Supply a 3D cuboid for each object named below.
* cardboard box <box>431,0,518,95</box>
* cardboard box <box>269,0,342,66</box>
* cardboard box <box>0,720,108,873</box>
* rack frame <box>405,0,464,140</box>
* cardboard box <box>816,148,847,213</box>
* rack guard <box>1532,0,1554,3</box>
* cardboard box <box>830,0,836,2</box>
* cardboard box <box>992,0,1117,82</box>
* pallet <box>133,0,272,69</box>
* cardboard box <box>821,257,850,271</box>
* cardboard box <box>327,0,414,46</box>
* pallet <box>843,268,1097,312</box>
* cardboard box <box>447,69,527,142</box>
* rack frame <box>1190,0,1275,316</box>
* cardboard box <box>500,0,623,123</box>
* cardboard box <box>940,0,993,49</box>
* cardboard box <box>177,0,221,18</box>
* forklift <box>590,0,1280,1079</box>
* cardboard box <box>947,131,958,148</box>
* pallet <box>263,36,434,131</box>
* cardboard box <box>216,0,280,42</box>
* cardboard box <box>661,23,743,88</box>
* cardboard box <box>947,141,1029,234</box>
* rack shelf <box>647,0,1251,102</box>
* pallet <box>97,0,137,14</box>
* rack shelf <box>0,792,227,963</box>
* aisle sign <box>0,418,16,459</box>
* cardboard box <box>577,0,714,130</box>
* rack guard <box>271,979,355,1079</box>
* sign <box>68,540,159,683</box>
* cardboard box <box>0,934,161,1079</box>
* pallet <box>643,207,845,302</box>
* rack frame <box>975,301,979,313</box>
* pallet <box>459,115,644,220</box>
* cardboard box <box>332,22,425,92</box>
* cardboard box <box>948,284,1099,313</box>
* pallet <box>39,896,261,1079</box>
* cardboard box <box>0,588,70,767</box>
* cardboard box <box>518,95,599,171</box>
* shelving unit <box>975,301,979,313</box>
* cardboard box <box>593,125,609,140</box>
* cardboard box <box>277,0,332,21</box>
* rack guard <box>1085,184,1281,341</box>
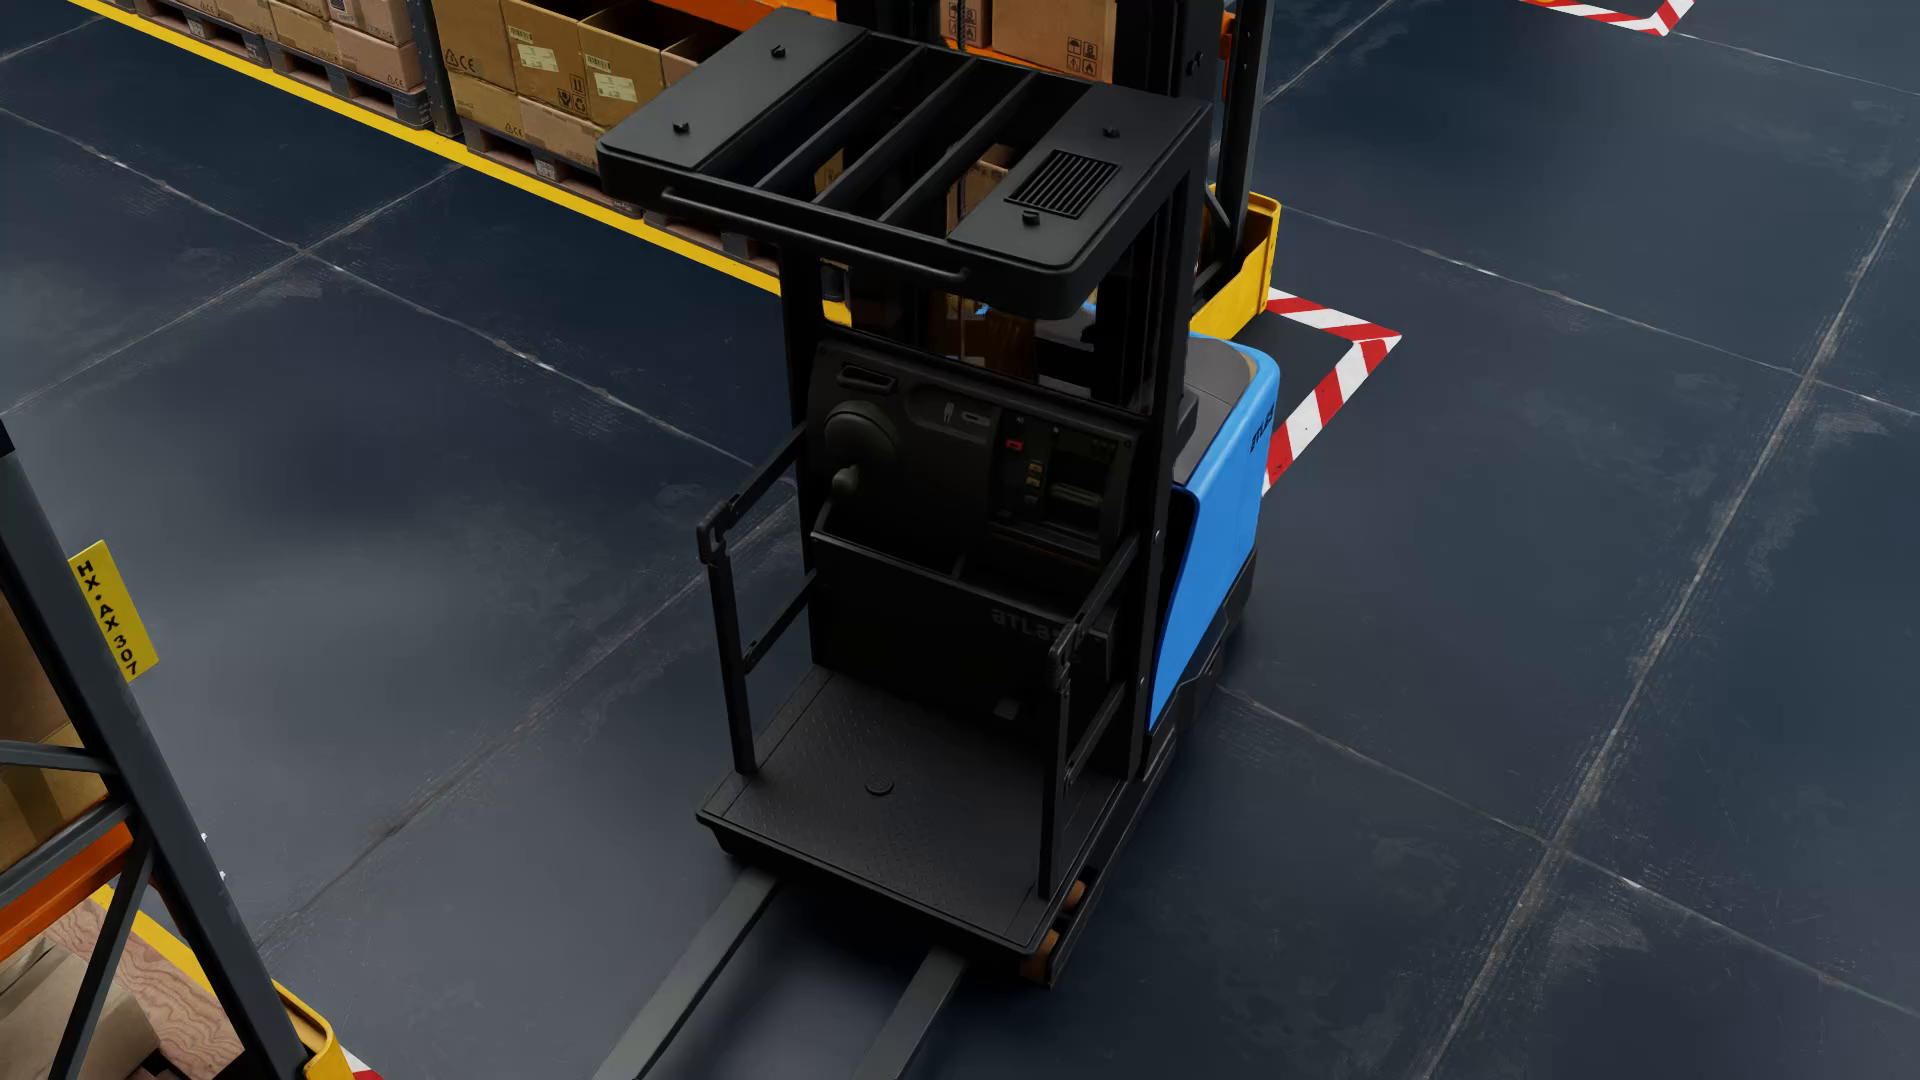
[{"bbox_3d":[-2.176,-2.534,8.017,0.500,0.500,0.500,25,48,25],"label":"cardboard box"},{"bbox_3d":[-3.295,-2.798,8.875,0.500,0.250,0.500,24,47,25],"label":"cardboard box"},{"bbox_3d":[-2.159,0.455,3.590,0.500,0.250,0.500,24,47,24],"label":"cardboard box"},{"bbox_3d":[-2.376,-3.471,7.880,0.127,3.000,1.000,25,48,25],"label":"rack frame"},{"bbox_3d":[-0.538,-1.769,7.162,0.500,0.500,0.500,25,48,25],"label":"cardboard box"},{"bbox_3d":[3.657,-3.714,10.026,0.348,0.500,1.175,25,48,25],"label":"rack guard"},{"bbox_3d":[-0.312,-2.554,6.780,0.500,0.500,0.700,25,48,26],"label":"cardboard box"},{"bbox_3d":[0.524,-2.163,6.342,0.500,0.500,0.700,25,48,25],"label":"cardboard box"},{"bbox_3d":[-4.004,-3.159,9.623,1.213,0.211,1.003,25,48,25],"label":"pallet"},{"bbox_3d":[-0.536,-1.491,7.414,0.500,0.250,0.500,25,48,25],"label":"cardboard box"},{"bbox_3d":[-2.872,-2.810,8.468,0.500,0.311,0.500,25,48,25],"label":"cardboard box"},{"bbox_3d":[0.249,-1.170,7.400,1.213,0.211,1.003,25,48,25],"label":"pallet"},{"bbox_3d":[-2.170,-2.260,8.273,0.500,0.250,0.500,25,48,25],"label":"cardboard box"},{"bbox_3d":[0.899,-1.940,6.168,0.127,3.000,1.000,25,48,25],"label":"rack frame"},{"bbox_3d":[-1.762,-2.347,7.808,0.500,0.500,0.500,25,48,25],"label":"cardboard box"},{"bbox_3d":[0.092,-2.361,6.564,0.500,0.500,0.700,26,48,26],"label":"cardboard box"},{"bbox_3d":[-4.130,-3.189,9.312,0.500,0.250,0.500,26,48,26],"label":"cardboard box"},{"bbox_3d":[-0.079,-0.154,4.224,1.130,2.935,3.031,19,45,20],"label":"forklift"},{"bbox_3d":[0.177,-1.868,7.273,0.500,0.500,0.500,25,48,25],"label":"cardboard box"},{"bbox_3d":[-3.001,-2.693,9.101,1.213,0.211,1.003,25,48,25],"label":"pallet"},{"bbox_3d":[-3.714,-2.994,9.093,0.500,0.250,0.500,26,48,26],"label":"cardboard box"},{"bbox_3d":[-0.947,-1.961,7.377,0.500,0.500,0.500,25,48,25],"label":"cardboard box"},{"bbox_3d":[0.289,-1.394,6.743,0.500,0.500,0.500,25,48,25],"label":"cardboard box"},{"bbox_3d":[-0.738,-2.437,7.264,4.000,0.370,1.077,25,48,25],"label":"rack shelf"},{"bbox_3d":[-4.999,-3.627,10.145,1.213,0.211,1.003,25,48,25],"label":"pallet"},{"bbox_3d":[-3.580,0.269,4.240,4.000,0.370,1.077,25,48,25],"label":"rack shelf"},{"bbox_3d":[-1.711,-0.339,2.430,0.004,0.787,0.394,25,48,25],"label":"aisle sign"},{"bbox_3d":[-1.357,-2.151,7.589,0.500,0.500,0.500,25,48,25],"label":"cardboard box"},{"bbox_3d":[-2.004,1.669,4.010,0.348,0.500,1.175,25,48,25],"label":"rack guard"},{"bbox_3d":[-1.631,0.147,3.187,0.005,0.325,0.100,25,48,25],"label":"sign"},{"bbox_3d":[-2.457,1.290,4.245,0.500,0.311,0.500,20,46,21],"label":"cardboard box"},{"bbox_3d":[-0.746,-1.638,7.922,1.213,0.211,1.003,25,48,25],"label":"pallet"},{"bbox_3d":[0.004,-0.376,5.883,0.008,1.050,0.200,25,48,26],"label":"rack frame"},{"bbox_3d":[-1.749,-2.105,8.444,1.213,0.211,1.003,25,48,25],"label":"pallet"},{"bbox_3d":[-2.882,-2.603,8.657,0.500,0.250,0.500,25,47,25],"label":"cardboard box"},{"bbox_3d":[0.290,-1.115,6.994,0.500,0.250,0.500,25,48,25],"label":"cardboard box"},{"bbox_3d":[-2.649,1.446,4.476,1.213,0.211,1.003,25,48,25],"label":"pallet"},{"bbox_3d":[-2.160,0.188,3.325,0.500,0.500,0.500,25,48,25],"label":"cardboard box"},{"bbox_3d":[-1.764,-2.066,8.056,0.500,0.250,0.500,25,48,25],"label":"cardboard box"},{"bbox_3d":[-0.095,-0.423,5.935,0.252,1.050,0.215,25,48,26],"label":"shelving unit"},{"bbox_3d":[-1.357,-1.871,7.839,0.500,0.250,0.500,25,48,25],"label":"cardboard box"},{"bbox_3d":[-3.302,-3.006,8.687,0.500,0.311,0.500,26,48,26],"label":"cardboard box"},{"bbox_3d":[0.919,-0.999,6.991,0.348,0.500,1.175,25,48,25],"label":"rack guard"}]
